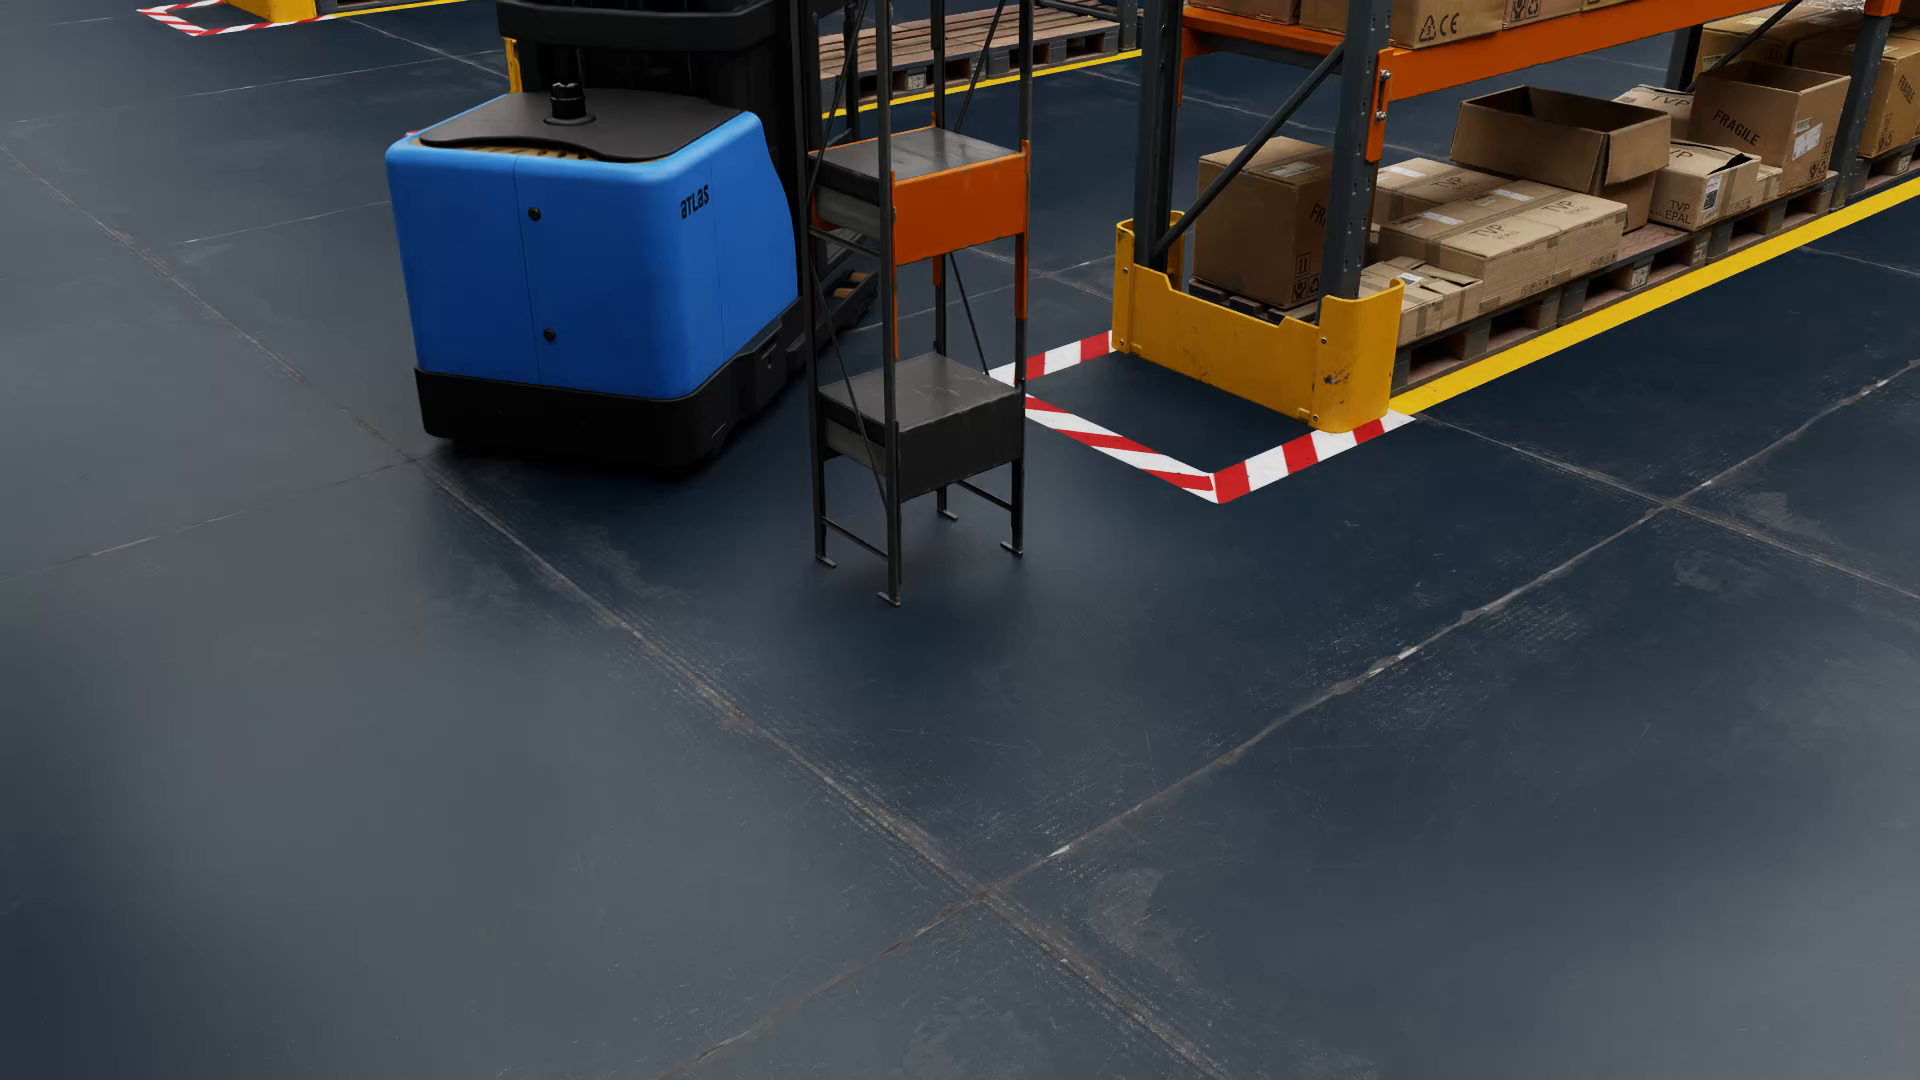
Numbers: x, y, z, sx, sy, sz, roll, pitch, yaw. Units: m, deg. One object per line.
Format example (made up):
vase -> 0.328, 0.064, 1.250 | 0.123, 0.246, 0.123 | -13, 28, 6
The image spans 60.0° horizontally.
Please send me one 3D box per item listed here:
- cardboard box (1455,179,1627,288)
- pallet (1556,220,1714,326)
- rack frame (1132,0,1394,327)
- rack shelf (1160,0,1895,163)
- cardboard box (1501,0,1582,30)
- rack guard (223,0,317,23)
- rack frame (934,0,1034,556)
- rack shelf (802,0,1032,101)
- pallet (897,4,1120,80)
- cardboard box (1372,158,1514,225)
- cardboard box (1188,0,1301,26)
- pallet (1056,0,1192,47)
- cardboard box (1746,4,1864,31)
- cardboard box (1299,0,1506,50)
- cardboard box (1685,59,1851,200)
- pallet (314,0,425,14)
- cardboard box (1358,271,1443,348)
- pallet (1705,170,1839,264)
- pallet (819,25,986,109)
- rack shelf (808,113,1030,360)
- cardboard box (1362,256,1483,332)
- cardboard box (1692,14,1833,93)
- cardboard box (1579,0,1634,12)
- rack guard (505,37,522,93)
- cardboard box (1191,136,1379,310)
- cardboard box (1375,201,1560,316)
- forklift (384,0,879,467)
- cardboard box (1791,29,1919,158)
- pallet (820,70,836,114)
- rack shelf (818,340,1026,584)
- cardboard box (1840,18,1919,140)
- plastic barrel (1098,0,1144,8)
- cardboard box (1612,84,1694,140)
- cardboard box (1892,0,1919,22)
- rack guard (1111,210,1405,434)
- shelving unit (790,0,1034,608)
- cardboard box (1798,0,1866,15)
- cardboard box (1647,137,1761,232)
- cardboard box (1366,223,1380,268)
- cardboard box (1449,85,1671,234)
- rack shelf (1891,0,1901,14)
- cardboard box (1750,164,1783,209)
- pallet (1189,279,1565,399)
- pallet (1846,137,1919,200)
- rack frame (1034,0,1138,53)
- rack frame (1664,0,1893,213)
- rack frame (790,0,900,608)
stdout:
cardboard box -> 2.395, -1.282, 6.917 | 0.500, 0.250, 0.500 | -22, 35, -35
pallet -> 2.628, -1.339, 7.532 | 1.213, 0.211, 1.003 | -22, 35, -35
rack frame -> 1.037, -1.930, 5.679 | 0.127, 3.000, 1.000 | -22, 35, -35
rack shelf -> 2.558, -2.225, 6.993 | 4.000, 0.370, 1.077 | -22, 35, -35
cardboard box -> 1.935, -2.175, 6.031 | 0.500, 0.500, 0.500 | -22, 35, -35
rack guard -> -5.408, -4.373, 12.903 | 0.348, 0.500, 1.175 | -22, 35, -35
rack frame -> 0.060, -0.950, 4.800 | 0.015, 2.100, 0.400 | -22, 35, -35
rack shelf -> -0.126, -1.481, 4.337 | 0.480, 0.518, 0.431 | -22, 35, -35
pallet -> 0.334, -3.462, 11.505 | 1.213, 0.211, 1.003 | -22, 35, -35
cardboard box -> 2.033, -1.446, 7.224 | 0.500, 0.250, 0.500 | -22, 35, -35
cardboard box -> 1.201, -2.209, 6.094 | 0.500, 0.500, 0.500 | -21, 34, -33
pallet -> 1.482, -3.922, 12.365 | 1.213, 0.211, 1.003 | -22, 35, -35
cardboard box -> 4.651, -2.647, 9.206 | 0.500, 0.500, 0.500 | -22, 35, -35
cardboard box -> 1.546, -2.015, 5.733 | 0.500, 0.500, 0.500 | -21, 35, -34
cardboard box -> 3.831, -1.969, 7.938 | 0.500, 0.500, 0.500 | -22, 35, -35
pallet -> -4.832, -4.526, 13.495 | 1.213, 0.211, 1.003 | -22, 35, -35
cardboard box -> 1.579, -0.872, 6.256 | 0.250, 0.149, 0.380 | -22, 35, -35
pallet -> 3.557, -1.714, 8.234 | 1.213, 0.211, 1.003 | -22, 35, -35
pallet -> -0.595, -3.087, 10.803 | 1.213, 0.211, 1.003 | -22, 35, -35
rack shelf -> -0.126, -0.863, 4.667 | 0.480, 0.518, 0.431 | -22, 35, -35
cardboard box -> 1.769, -0.956, 6.395 | 0.250, 0.166, 0.380 | -22, 35, -35
cardboard box -> 4.269, -2.499, 8.929 | 0.500, 0.500, 0.500 | -22, 35, -35
cardboard box -> 2.318, -2.328, 6.317 | 0.500, 0.500, 0.500 | -22, 35, -35
rack guard -> -2.185, -2.593, 9.571 | 0.348, 0.500, 1.175 | -22, 35, -35
cardboard box -> 1.291, -1.276, 6.641 | 0.500, 0.500, 0.500 | -22, 35, -35
cardboard box -> 2.015, -1.129, 6.631 | 0.500, 0.250, 0.500 | -22, 35, -35
forklift -> -0.978, -2.214, 6.284 | 1.130, 2.935, 3.031 | 8, 29, 14
cardboard box -> 4.606, -2.306, 8.568 | 0.500, 0.500, 0.500 | -24, 36, -37
pallet -> -1.523, -2.716, 10.108 | 1.213, 0.211, 1.003 | -22, 35, -35
rack shelf -> -0.126, -0.246, 4.997 | 0.480, 0.518, 0.431 | -22, 35, -35
cardboard box -> 5.005, -2.473, 8.880 | 0.500, 0.500, 0.500 | -21, 35, -34
plastic barrel -> 1.293, -4.351, 11.990 | 0.708, 0.901, 0.600 | -22, 35, -35
cardboard box -> 3.620, -2.111, 8.404 | 0.500, 0.311, 0.500 | -22, 35, -35
cardboard box -> 5.367, -2.943, 8.963 | 0.500, 0.250, 0.500 | -22, 35, -35
rack guard -> 1.095, -0.851, 6.312 | 0.348, 0.500, 1.175 | -22, 35, -35
shelving unit -> -0.126, -0.875, 4.660 | 0.503, 2.100, 0.431 | -22, 35, -35
cardboard box -> 5.033, -2.800, 9.493 | 0.500, 0.500, 0.500 | -21, 35, -34
cardboard box -> 3.260, -1.656, 7.553 | 0.500, 0.311, 0.500 | -22, 35, -35
cardboard box -> 1.657, -1.221, 6.891 | 0.250, 0.166, 0.380 | -22, 35, -35
cardboard box -> 2.654, -1.670, 7.375 | 0.637, 0.503, 0.797 | -22, 35, -35
rack shelf -> 5.601, -3.448, 9.283 | 4.000, 0.370, 1.077 | -22, 35, -35
cardboard box -> 3.584, -1.678, 7.766 | 0.250, 0.149, 0.380 | -22, 35, -35
pallet -> 1.701, -0.968, 6.837 | 1.213, 0.211, 1.003 | -22, 35, -35
pallet -> 4.674, -2.186, 9.117 | 1.213, 0.211, 1.003 | -22, 35, -35
rack frame -> 0.868, -4.931, 11.294 | 0.127, 3.000, 1.000 | -22, 35, -35
rack frame -> 4.080, -3.154, 7.969 | 0.127, 3.000, 1.000 | -22, 35, -35
rack frame -> -0.312, -0.801, 4.521 | 0.015, 2.100, 0.400 | -22, 35, -35
